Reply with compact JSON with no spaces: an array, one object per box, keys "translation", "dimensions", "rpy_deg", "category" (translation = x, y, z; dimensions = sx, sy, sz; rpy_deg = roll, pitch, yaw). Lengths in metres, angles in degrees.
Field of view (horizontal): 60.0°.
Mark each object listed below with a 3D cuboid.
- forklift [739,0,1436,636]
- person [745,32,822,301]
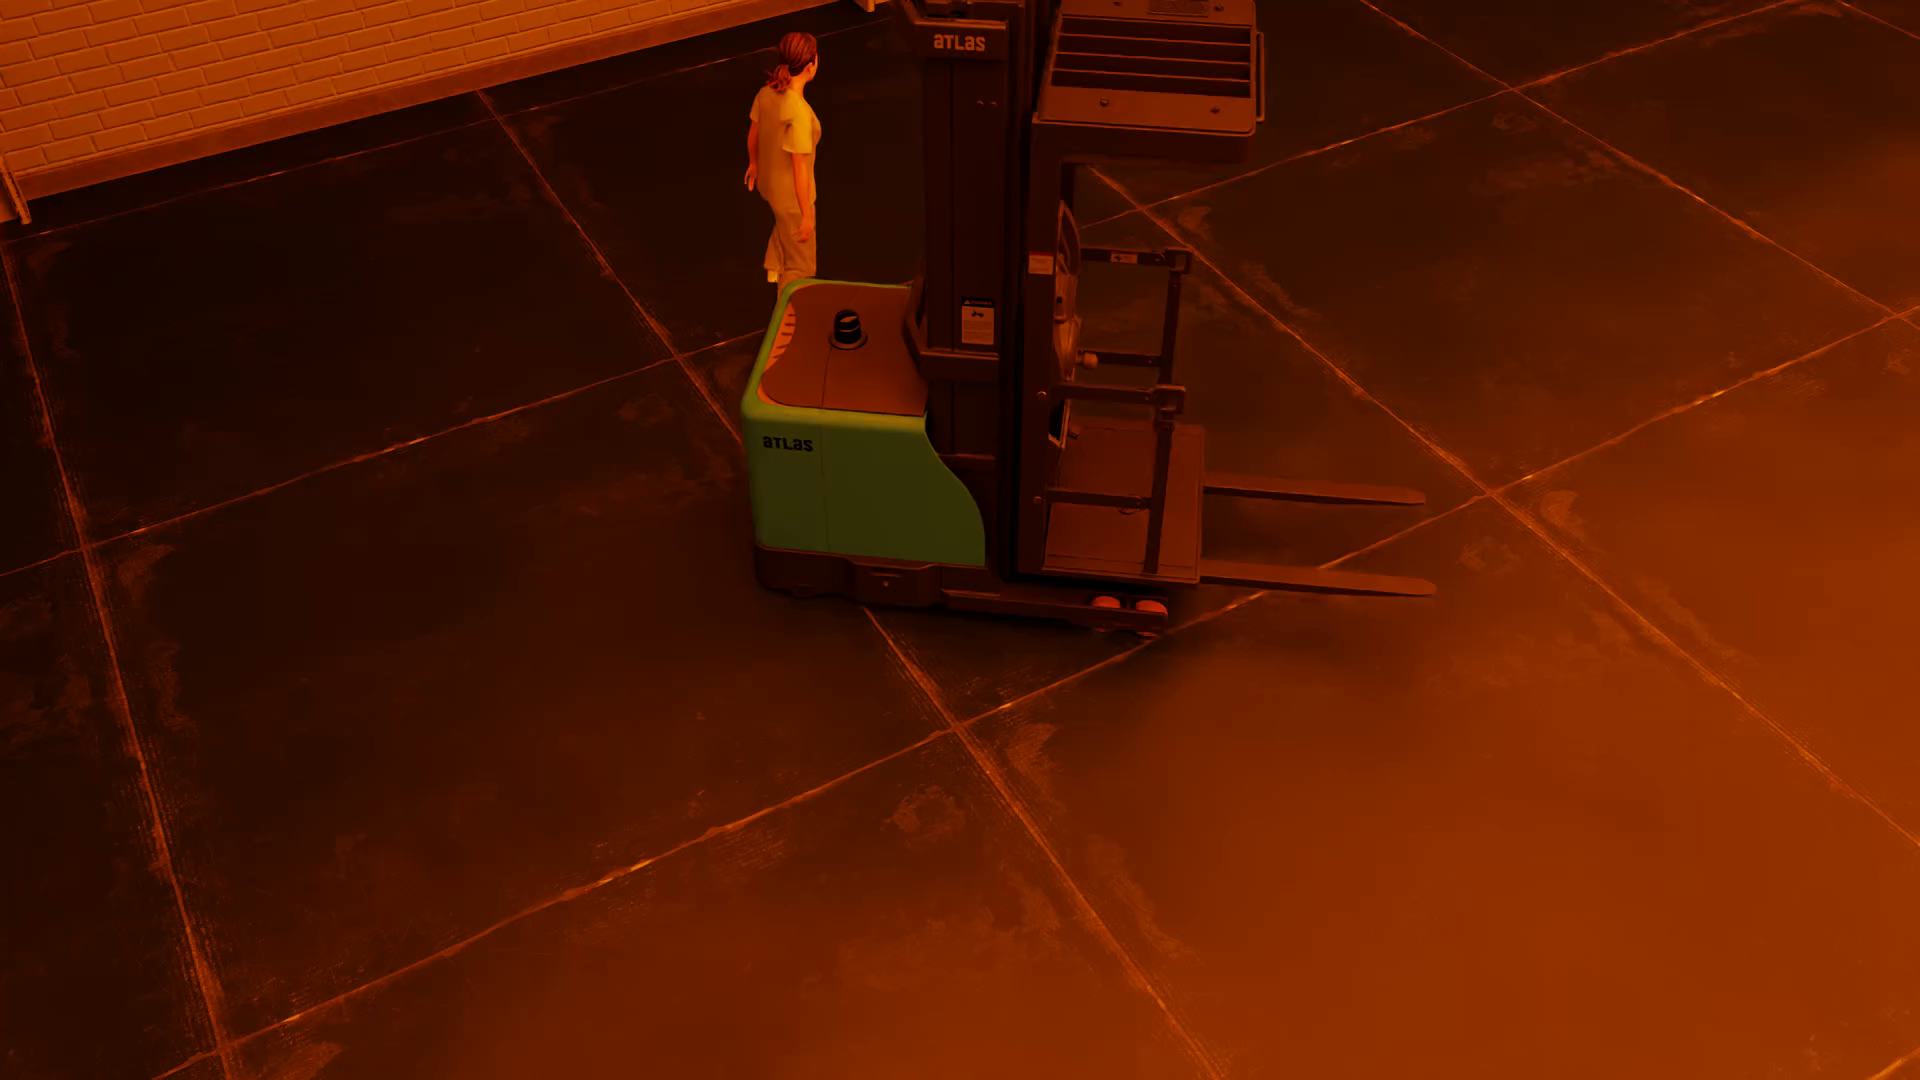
[{"translation":[0.623,-1.033,6.812],"dimensions":[3.031,2.935,1.130],"rpy_deg":[5,43,5],"category":"forklift"},{"translation":[-0.847,-1.788,8.480],"dimensions":[0.468,1.662,0.766],"rpy_deg":[-23,48,-23],"category":"person"}]
